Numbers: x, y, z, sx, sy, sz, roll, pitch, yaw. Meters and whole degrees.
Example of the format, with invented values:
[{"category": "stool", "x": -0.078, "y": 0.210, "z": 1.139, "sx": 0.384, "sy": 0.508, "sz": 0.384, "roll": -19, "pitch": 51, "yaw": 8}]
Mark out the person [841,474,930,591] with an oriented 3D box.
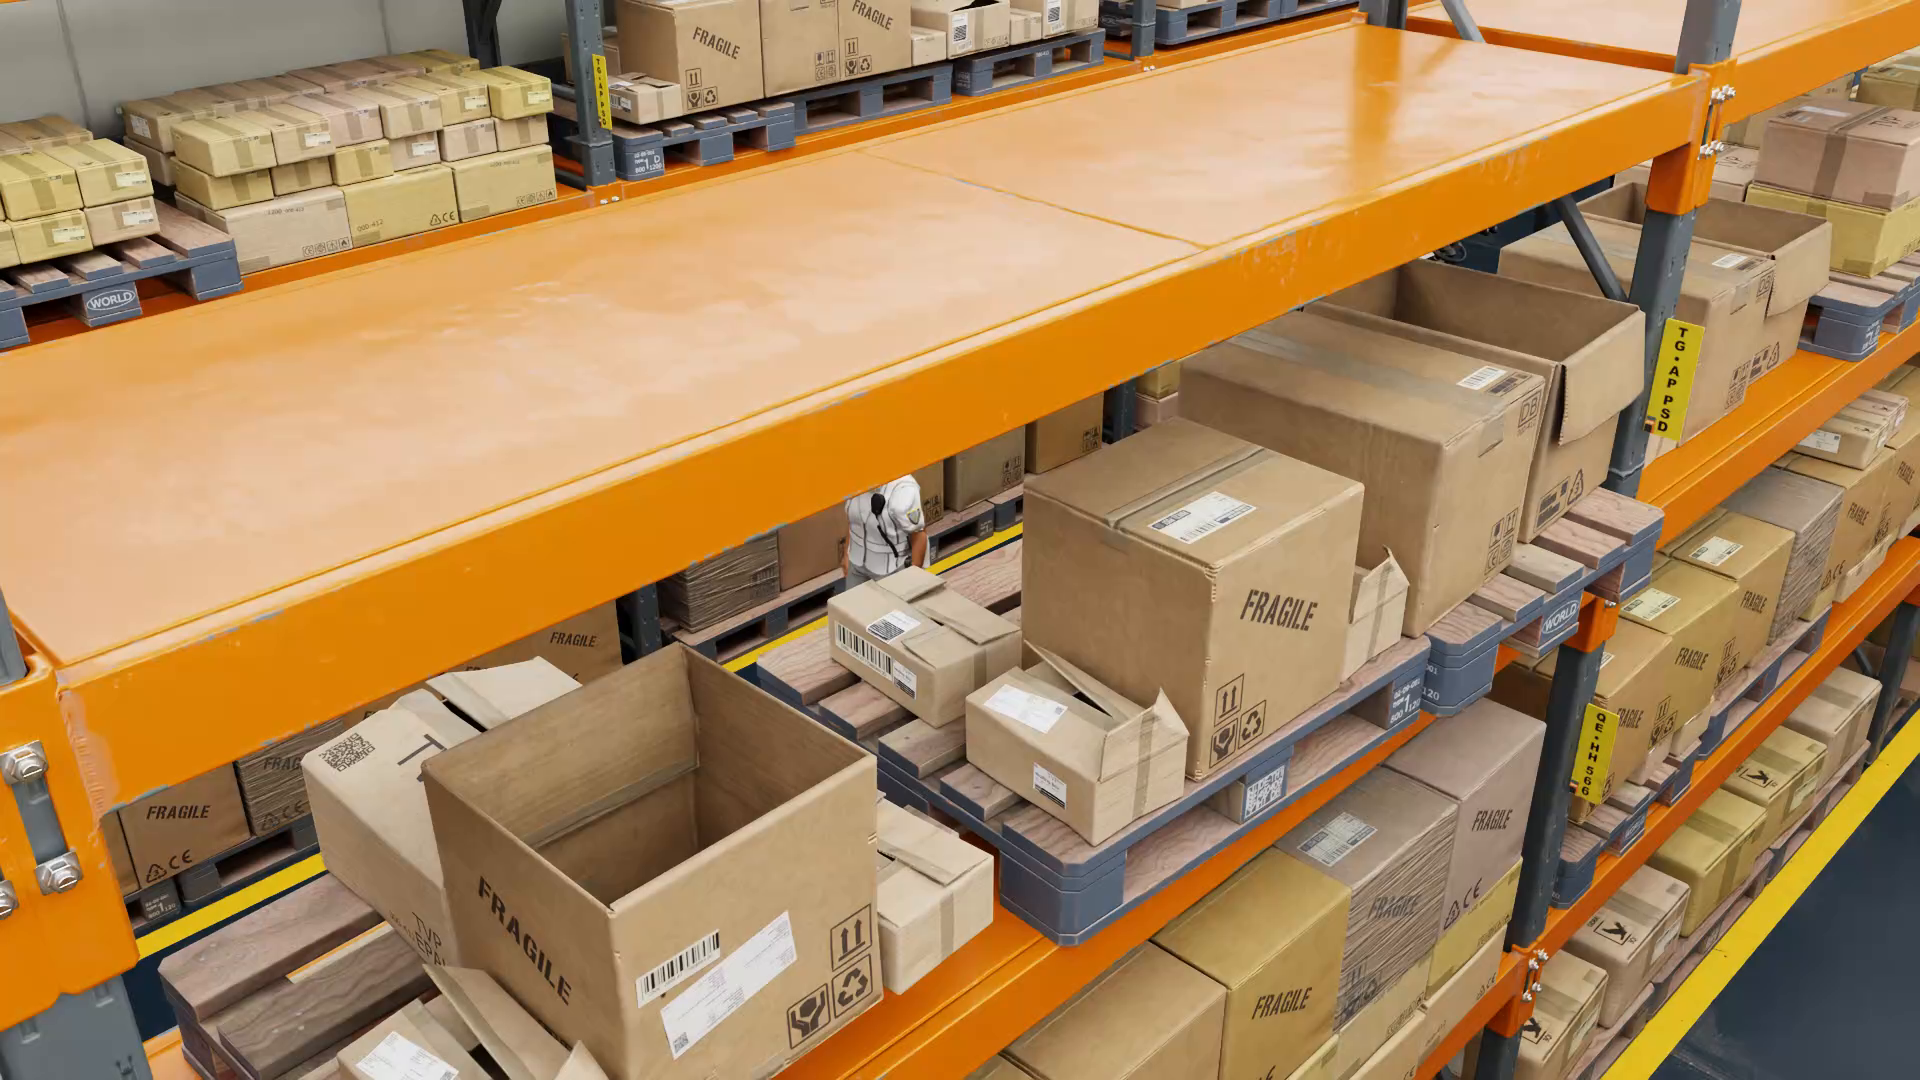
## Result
[{"category": "person", "x": -0.421, "y": 0.157, "z": 8.602, "sx": 0.546, "sy": 1.665, "sz": 0.469, "roll": 23, "pitch": 36, "yaw": 36}]
